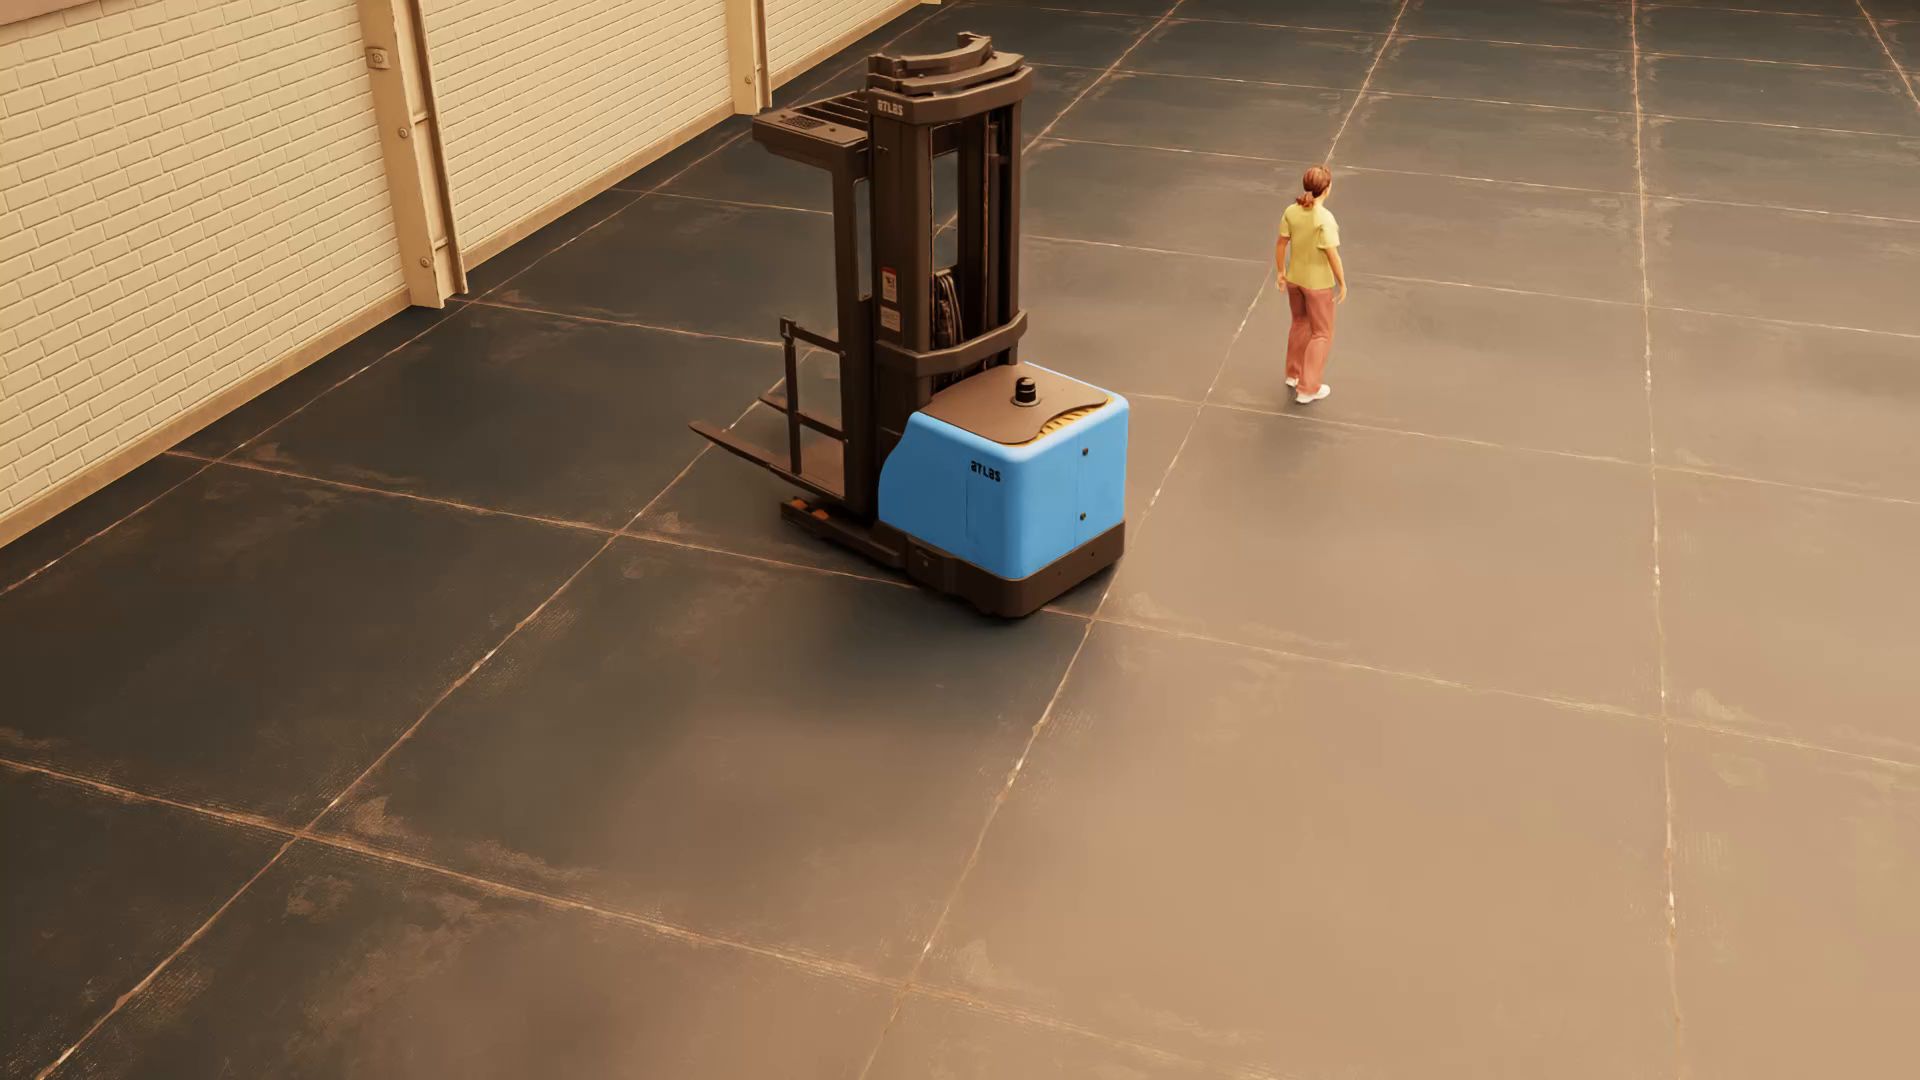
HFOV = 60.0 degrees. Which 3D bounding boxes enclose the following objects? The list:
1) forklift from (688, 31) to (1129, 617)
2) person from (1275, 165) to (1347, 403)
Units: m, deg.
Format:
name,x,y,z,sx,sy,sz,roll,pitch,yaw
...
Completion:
name,x,y,z,sx,sy,sz,roll,pitch,yaw
forklift,-0.461,-1.458,9.695,3.031,2.935,1.130,24,38,36
person,2.477,-1.783,11.576,0.495,1.696,0.540,-22,36,-33
